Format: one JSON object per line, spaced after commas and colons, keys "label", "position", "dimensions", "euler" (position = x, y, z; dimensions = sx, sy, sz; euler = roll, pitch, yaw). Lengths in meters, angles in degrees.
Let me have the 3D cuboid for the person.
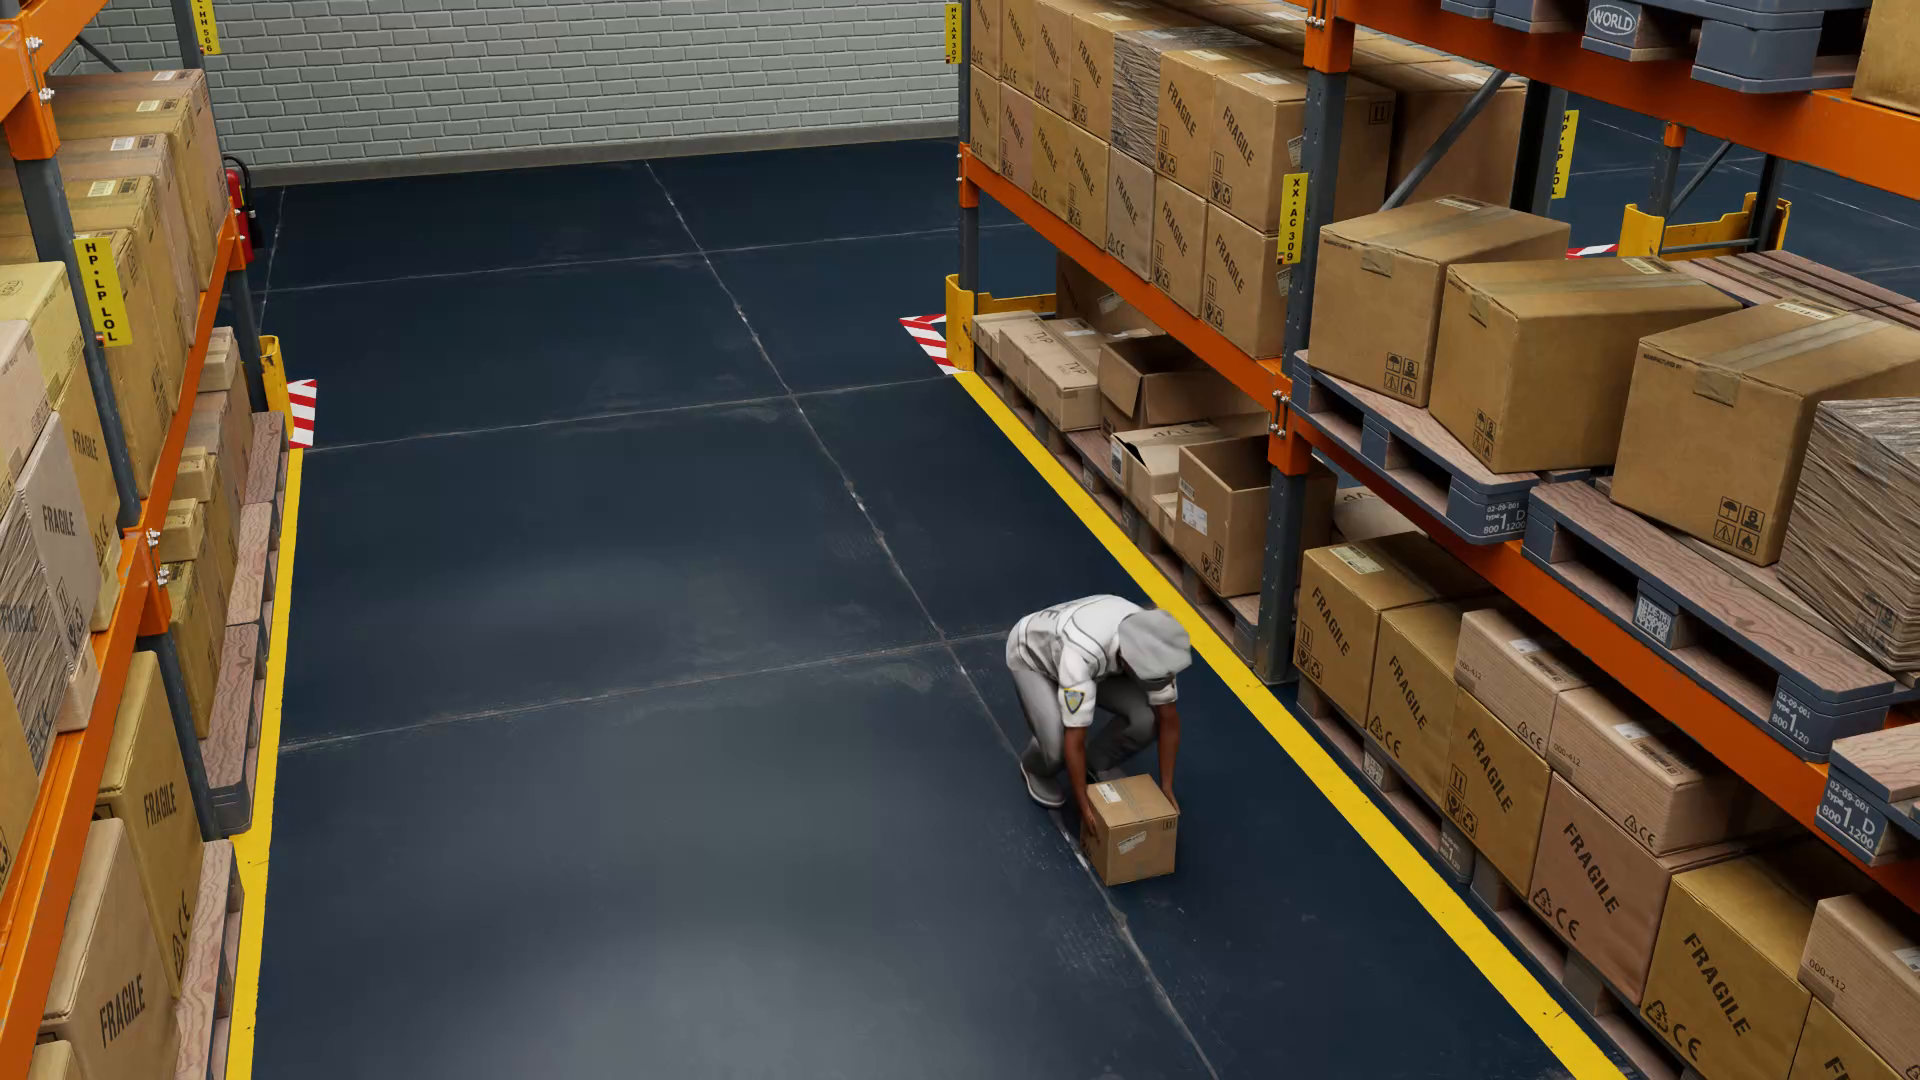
{"label": "person", "position": [0.482, 0.549, 5.864], "dimensions": [0.476, 0.913, 0.864], "euler": [-9, 28, -18]}
